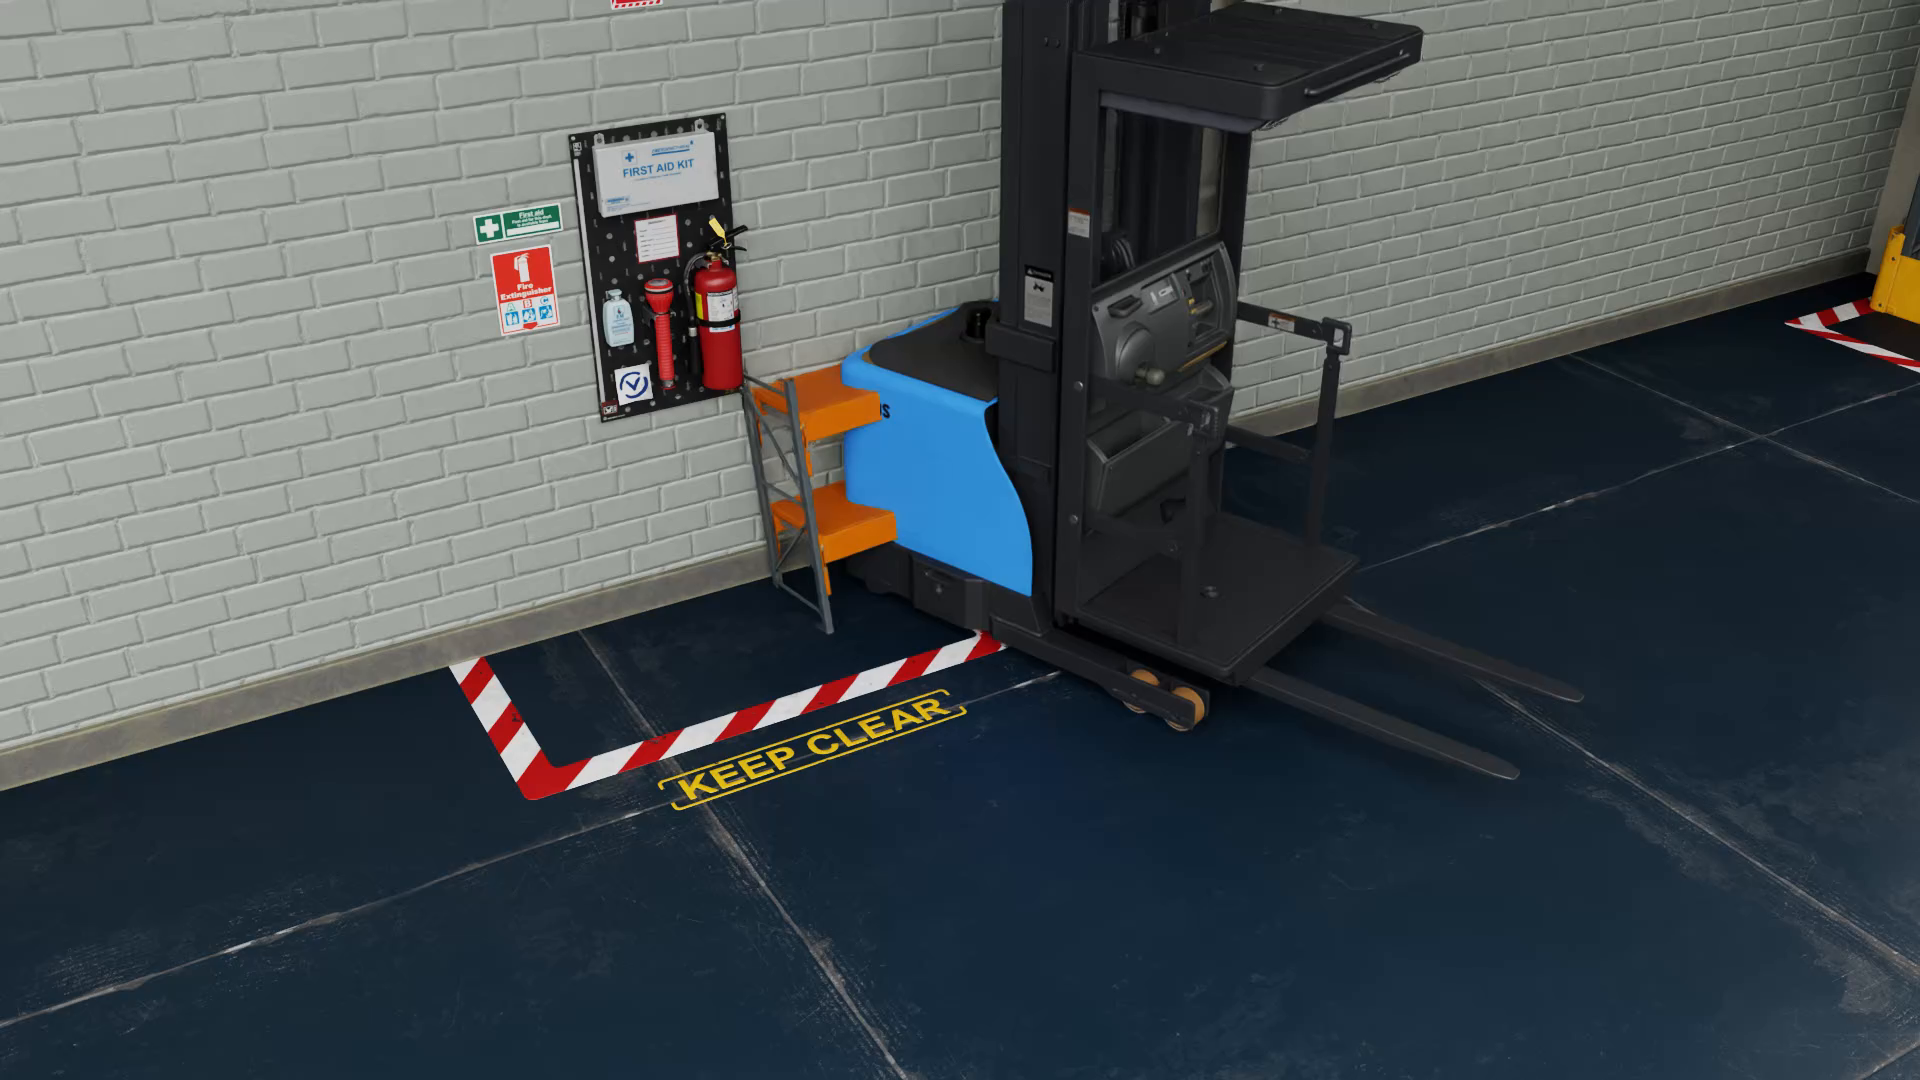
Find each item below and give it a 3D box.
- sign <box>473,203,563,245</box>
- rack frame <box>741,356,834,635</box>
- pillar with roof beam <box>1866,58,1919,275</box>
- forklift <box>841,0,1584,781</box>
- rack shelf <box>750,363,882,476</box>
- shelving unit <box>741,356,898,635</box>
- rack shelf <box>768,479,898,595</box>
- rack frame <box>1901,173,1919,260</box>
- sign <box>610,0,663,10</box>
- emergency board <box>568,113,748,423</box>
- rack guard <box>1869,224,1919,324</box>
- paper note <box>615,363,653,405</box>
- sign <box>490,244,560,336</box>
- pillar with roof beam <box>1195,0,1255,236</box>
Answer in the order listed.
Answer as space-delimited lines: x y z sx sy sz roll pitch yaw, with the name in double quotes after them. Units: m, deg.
-1.645 -1.180 6.198 0.331 0.109 0.001 -16 33 -26 "sign"
-0.738 -0.188 6.986 0.032 1.125 0.500 -20 27 -27 "rack frame"
8.380 -3.918 5.536 0.400 9.000 9.100 -16 33 -26 "pillar with roof beam"
0.953 -0.837 6.233 3.031 2.935 1.130 21 35 33 "forklift"
-0.343 -0.607 7.098 1.000 0.278 0.538 -20 27 -27 "rack shelf"
-0.312 -0.341 7.216 1.048 1.125 0.538 -20 27 -27 "shelving unit"
-0.285 -0.119 7.315 1.000 0.278 0.538 -20 27 -27 "rack shelf"
6.033 -2.553 9.272 0.127 3.000 1.000 -16 33 -26 "rack frame"
-1.182 -2.082 6.018 0.199 0.298 0.001 -16 33 -26 "sign"
-1.124 -1.027 6.507 0.643 1.169 0.194 -16 33 -26 "emergency board"
6.099 -1.477 9.910 0.348 0.500 1.175 -16 33 -26 "rack guard"
-1.312 -0.627 6.693 0.142 0.148 0.016 -16 33 -26 "paper note"
-1.653 -0.950 6.331 0.234 0.329 0.001 -16 33 -26 "sign"
3.207 -2.449 2.875 0.400 9.000 9.100 -16 33 -26 "pillar with roof beam"
